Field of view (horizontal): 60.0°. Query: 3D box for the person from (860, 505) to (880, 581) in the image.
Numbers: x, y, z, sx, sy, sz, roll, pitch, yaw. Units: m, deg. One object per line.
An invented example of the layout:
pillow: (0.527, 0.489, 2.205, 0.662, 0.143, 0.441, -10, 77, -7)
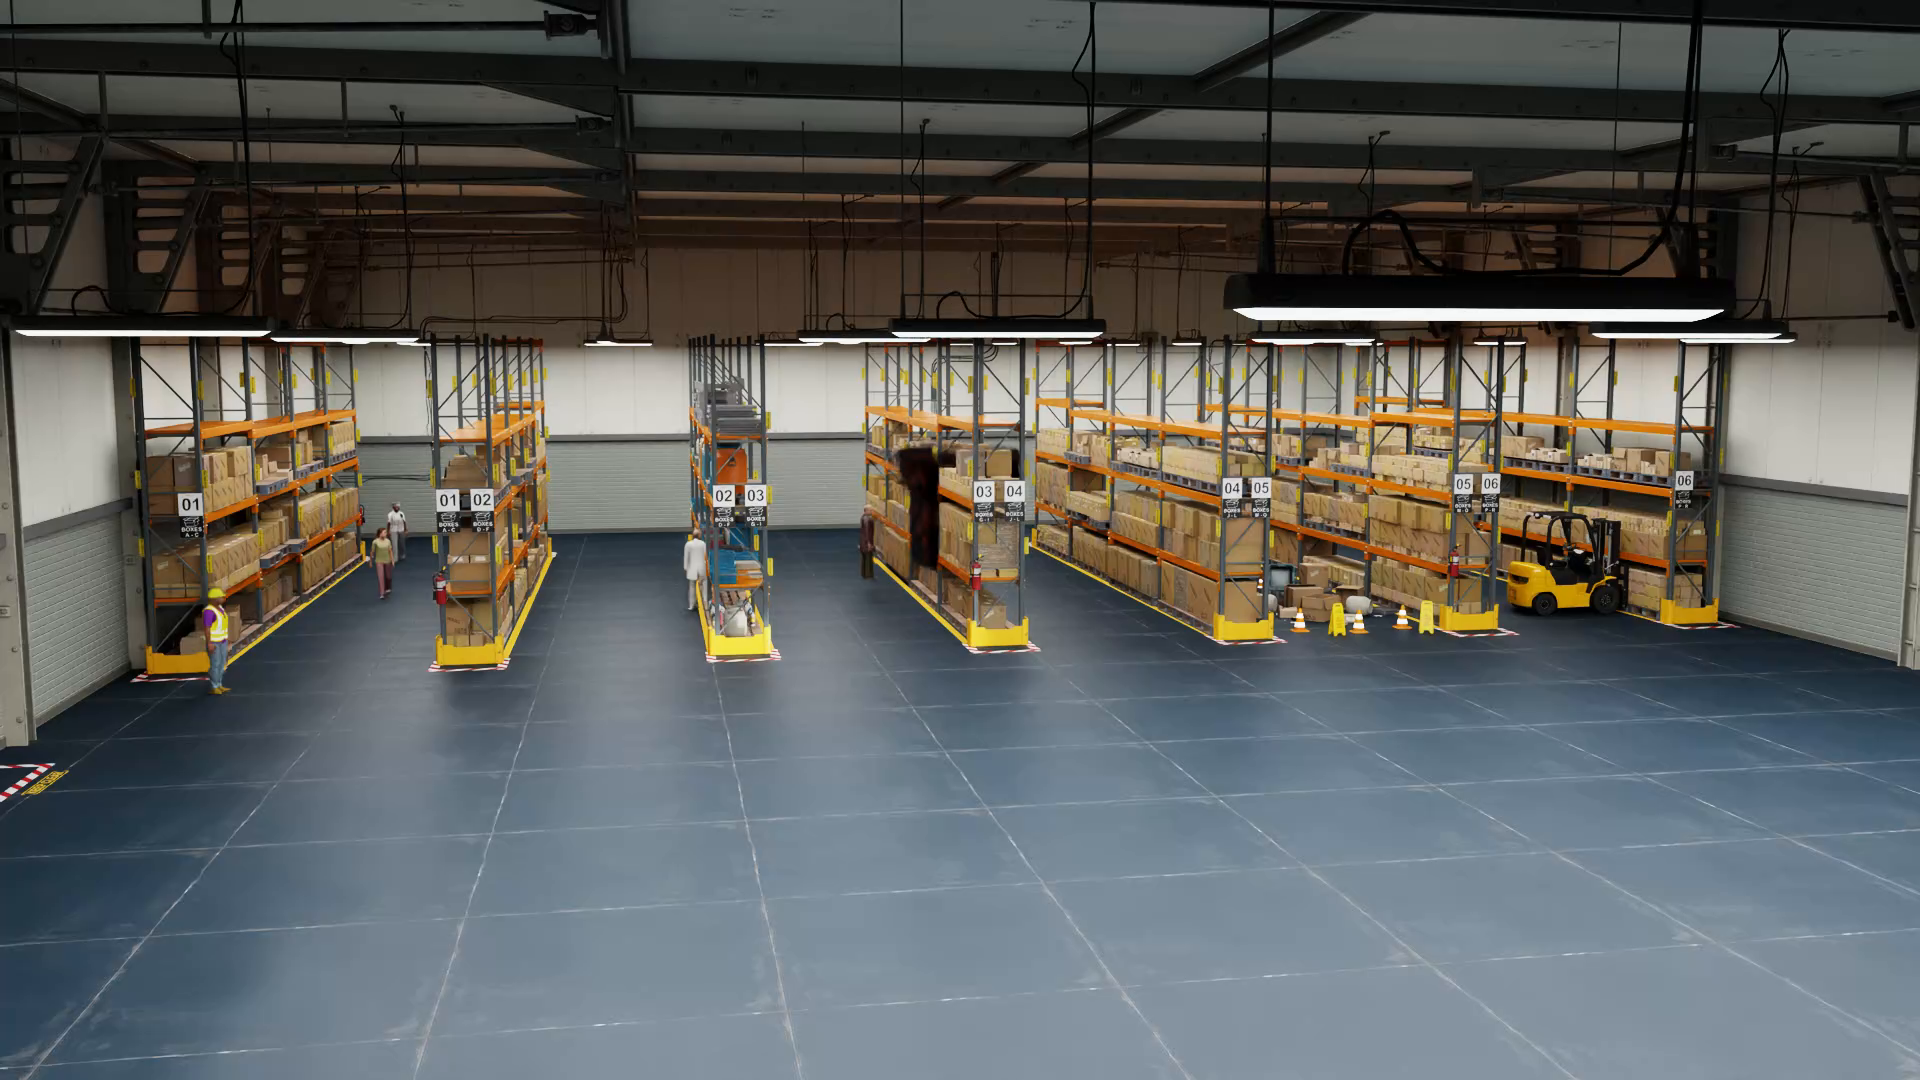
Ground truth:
person: (-2.114, 0.063, 38.989, 0.439, 1.785, 0.658, -1, 7, -10)

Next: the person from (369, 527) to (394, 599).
person: (-13.349, 0.519, 38.372, 0.553, 1.631, 0.961, -3, 7, -21)

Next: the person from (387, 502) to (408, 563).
person: (-15.148, -0.222, 44.788, 0.548, 1.635, 0.980, -2, 7, -18)

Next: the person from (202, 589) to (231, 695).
person: (-12.375, 1.681, 27.668, 0.382, 1.765, 0.623, 1, 7, 8)

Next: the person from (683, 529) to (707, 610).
person: (-5.769, 0.633, 36.643, 0.644, 1.777, 0.510, -1, 7, -5)
